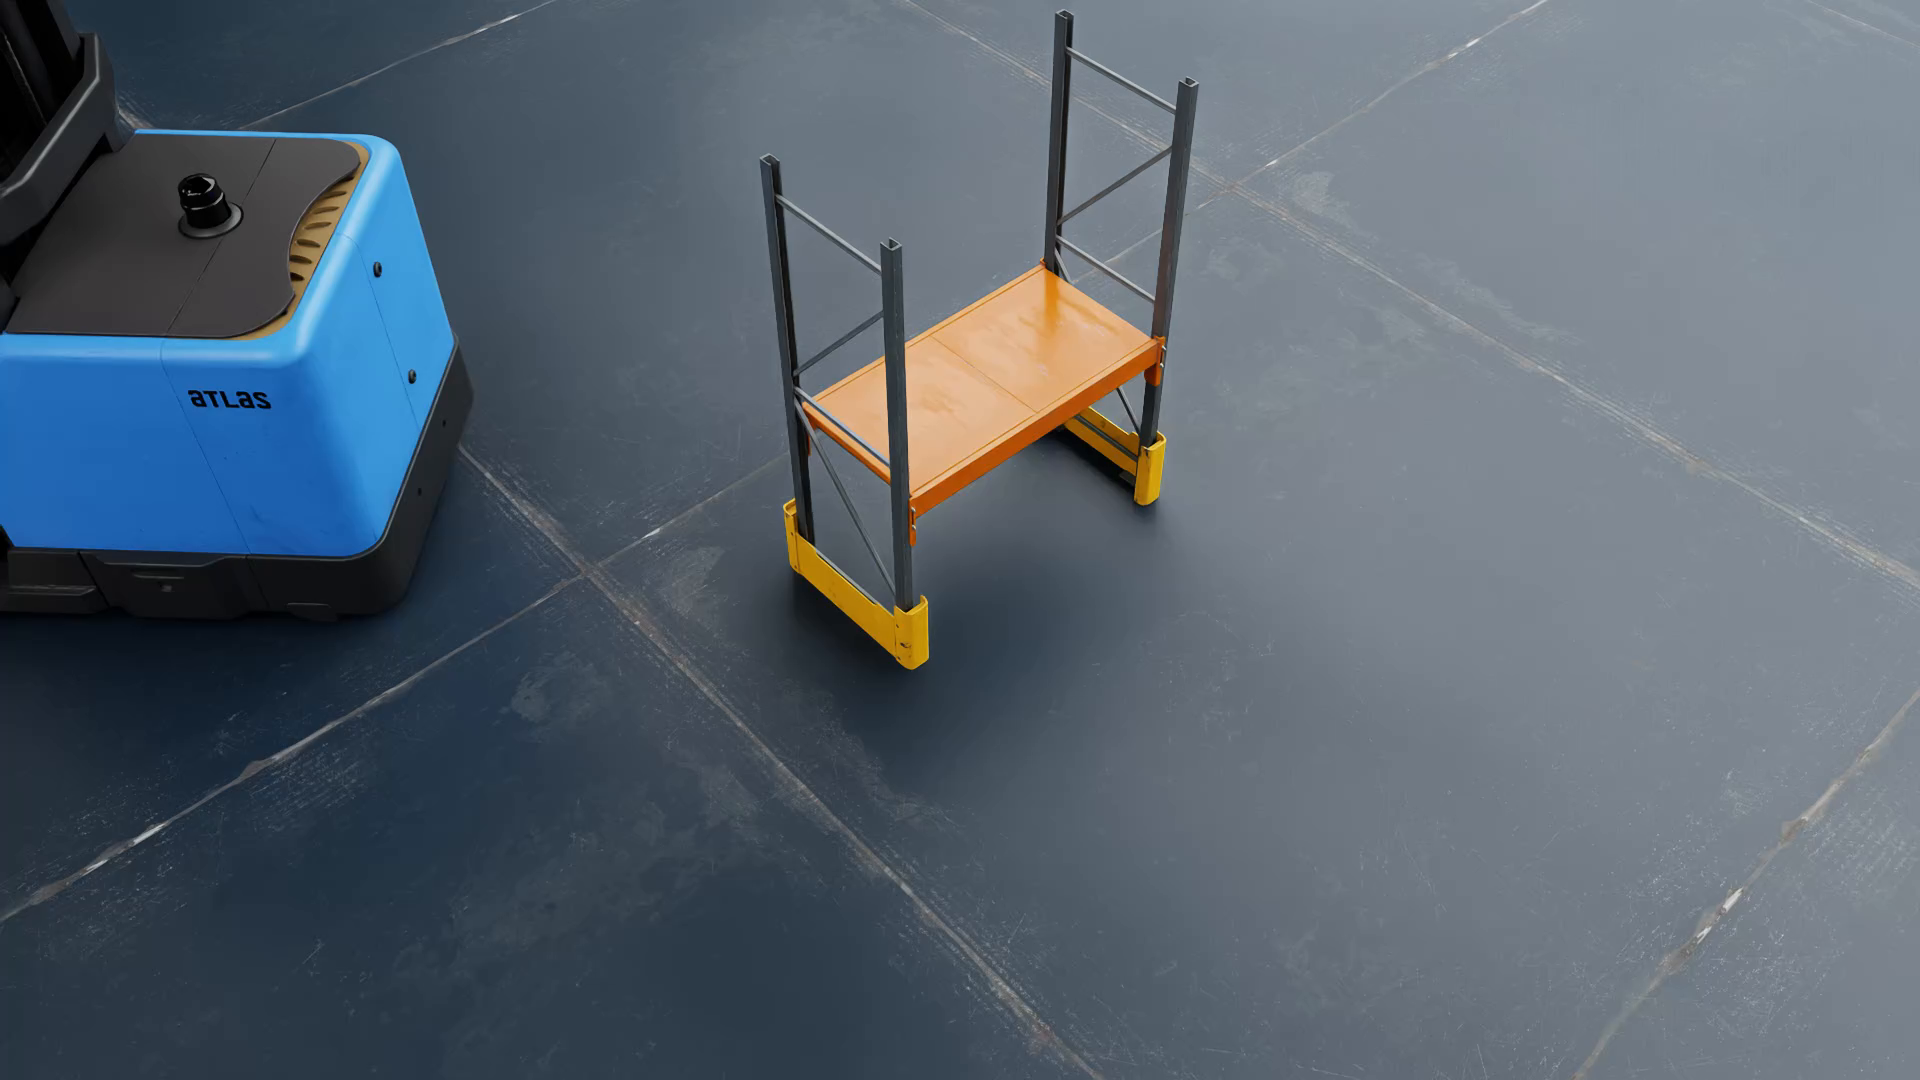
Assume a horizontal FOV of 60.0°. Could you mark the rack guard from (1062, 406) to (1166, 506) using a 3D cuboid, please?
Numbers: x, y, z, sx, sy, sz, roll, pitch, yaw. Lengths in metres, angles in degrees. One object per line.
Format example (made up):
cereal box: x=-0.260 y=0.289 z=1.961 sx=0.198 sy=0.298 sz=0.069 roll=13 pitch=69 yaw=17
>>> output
rack guard: x=0.425 y=-0.369 z=5.420 sx=0.087 sy=0.250 sz=0.587 roll=-34 pitch=56 yaw=-27

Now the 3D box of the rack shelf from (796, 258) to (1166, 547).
rack shelf: x=0.063 y=-0.429 z=4.870 sx=1.000 sy=0.185 sz=0.538 roll=-34 pitch=56 yaw=-27

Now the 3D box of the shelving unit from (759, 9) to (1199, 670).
shelving unit: x=0.056 y=-0.546 z=4.734 sx=1.083 sy=1.500 sz=0.587 roll=-34 pitch=56 yaw=-27

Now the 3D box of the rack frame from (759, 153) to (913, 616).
rack frame: x=-0.313 y=-0.299 z=4.506 sx=0.032 sy=1.500 sz=0.500 roll=-34 pitch=56 yaw=-27

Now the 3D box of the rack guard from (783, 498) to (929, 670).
rack guard: x=-0.312 y=0.124 z=4.966 sx=0.087 sy=0.250 sz=0.587 roll=-34 pitch=56 yaw=-27

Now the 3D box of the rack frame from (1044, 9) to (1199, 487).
rack frame: x=0.439 y=-0.802 z=4.970 sx=0.032 sy=1.500 sz=0.500 roll=-34 pitch=56 yaw=-27

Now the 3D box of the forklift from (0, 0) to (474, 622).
forklift: x=-3.165 y=-1.152 z=4.319 sx=3.031 sy=2.935 sz=1.130 roll=2 pitch=47 yaw=2
